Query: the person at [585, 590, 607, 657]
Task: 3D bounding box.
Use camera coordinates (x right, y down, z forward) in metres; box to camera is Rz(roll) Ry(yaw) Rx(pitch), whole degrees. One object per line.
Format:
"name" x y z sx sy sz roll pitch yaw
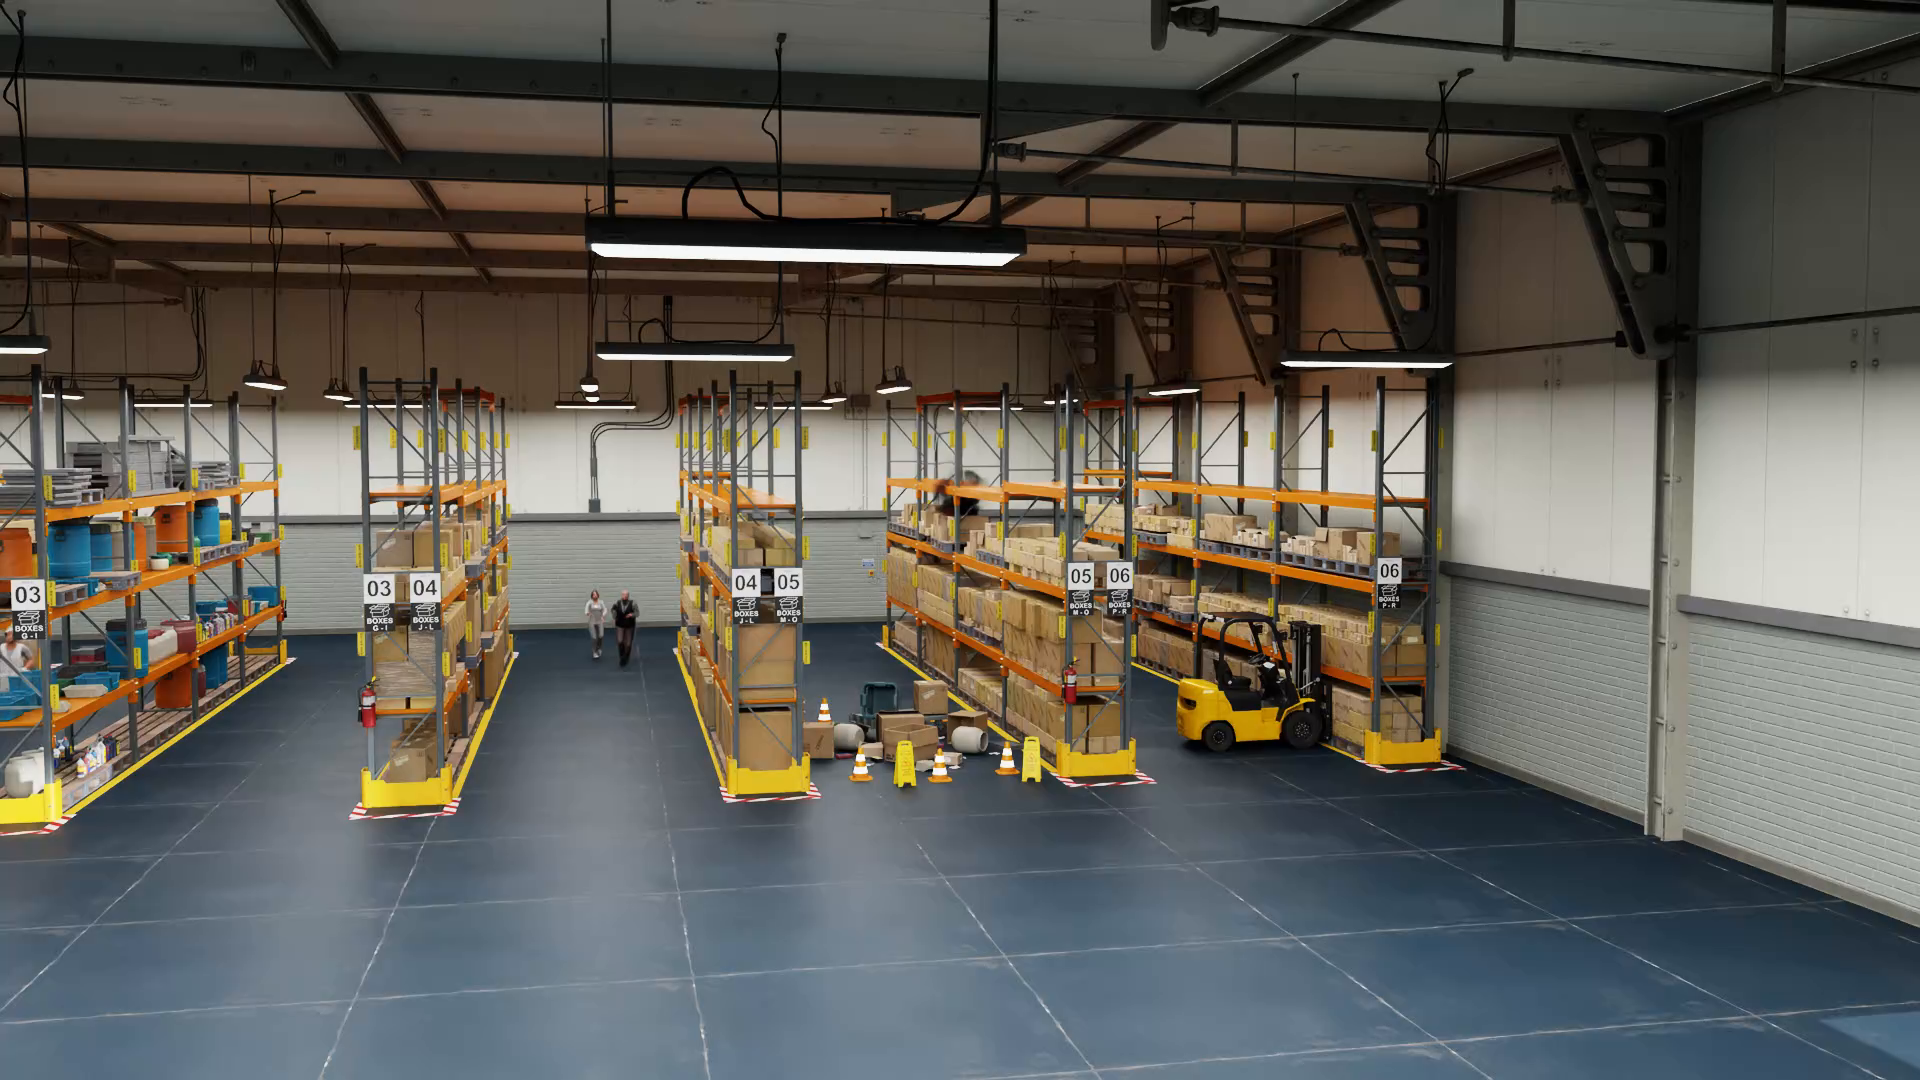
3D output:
"person" -8.360 1.932 38.236 0.521 1.560 0.563 -1 4 -18

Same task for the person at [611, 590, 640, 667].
"person" -7.424 1.963 36.912 0.618 1.718 0.800 -1 3 -12

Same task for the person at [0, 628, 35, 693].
"person" -16.603 2.412 29.153 0.662 1.740 0.771 -1 3 -12

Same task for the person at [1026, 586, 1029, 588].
"person" 1.490 1.868 37.980 0.681 1.837 0.829 -2 4 -34
